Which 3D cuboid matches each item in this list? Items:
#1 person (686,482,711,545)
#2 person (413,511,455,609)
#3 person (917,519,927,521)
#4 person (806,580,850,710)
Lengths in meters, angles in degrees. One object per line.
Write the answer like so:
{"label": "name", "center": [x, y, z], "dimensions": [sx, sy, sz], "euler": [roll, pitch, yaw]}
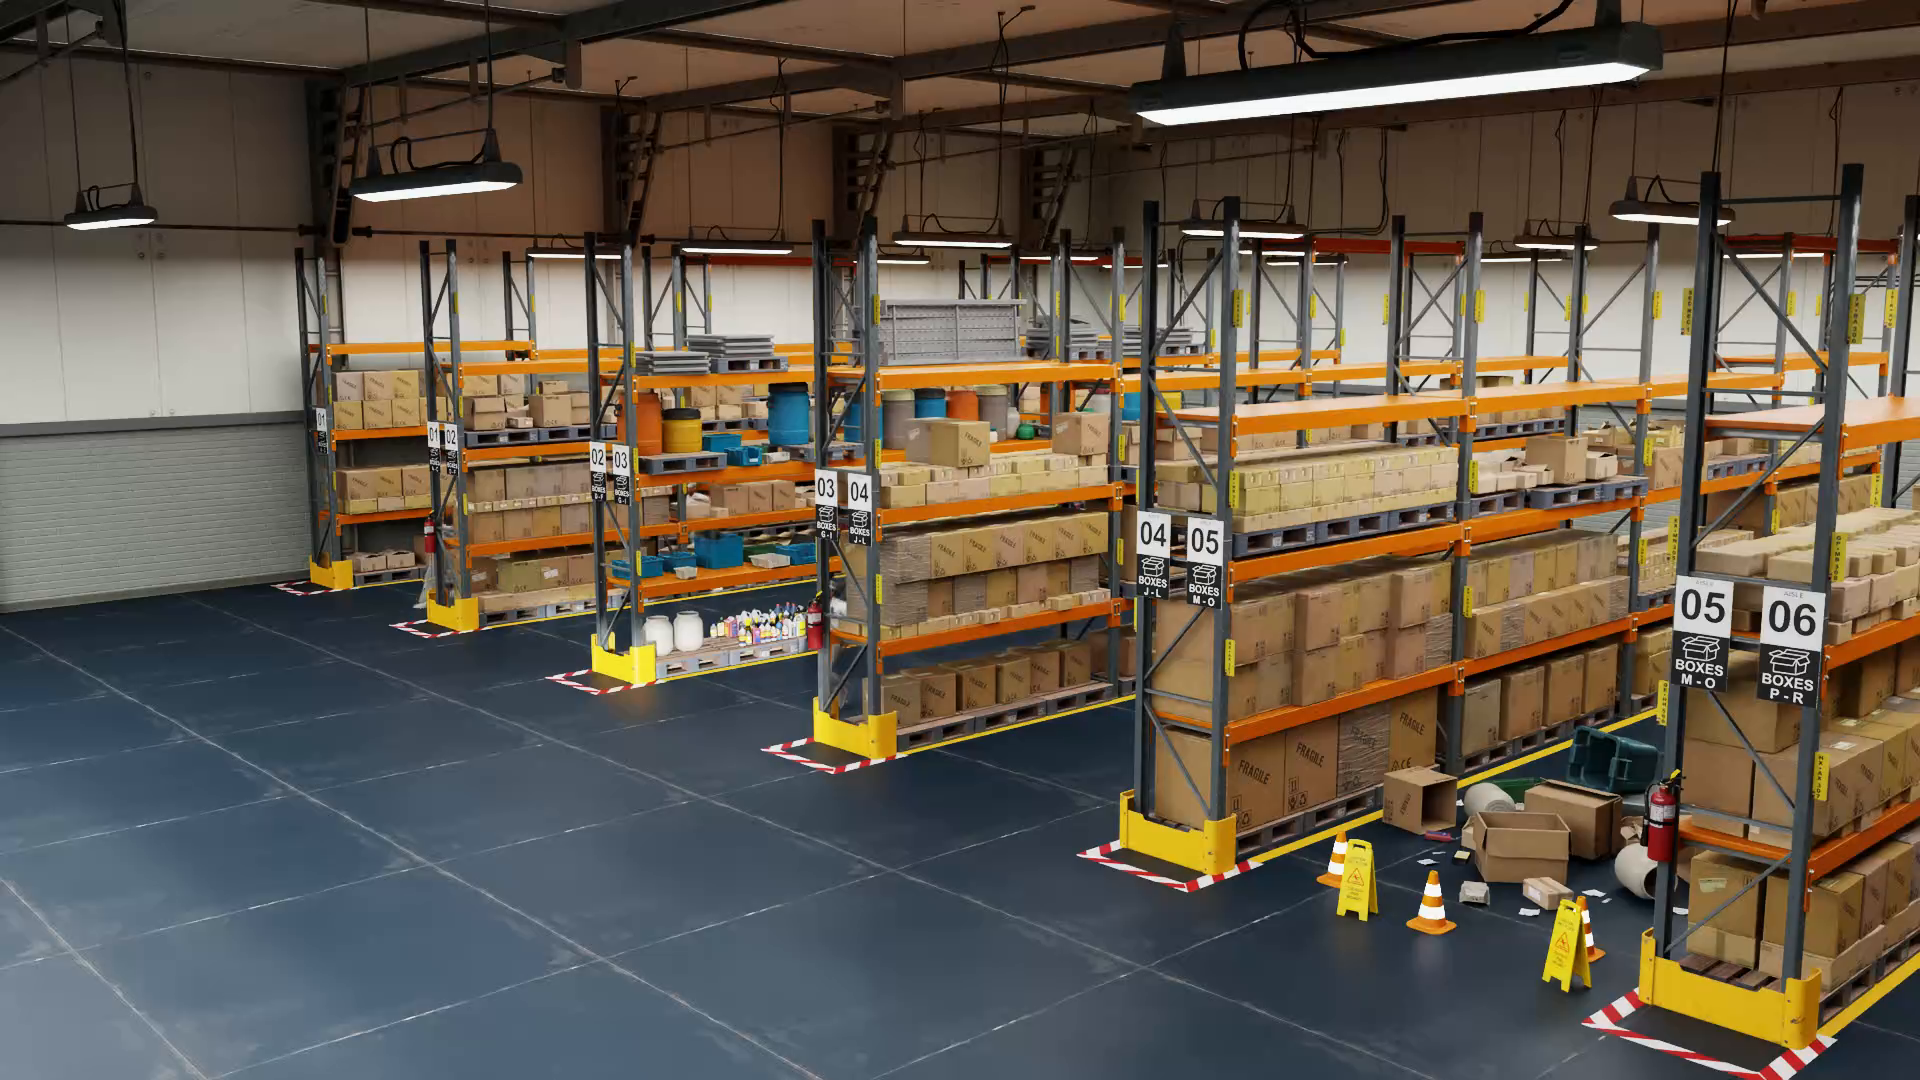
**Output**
{"label": "person", "center": [-5.033, -0.271, 31.550], "dimensions": [0.550, 1.715, 0.821], "euler": [6, 10, 36]}
{"label": "person", "center": [-8.733, 0.306, 27.697], "dimensions": [0.584, 1.611, 0.929], "euler": [8, 11, 42]}
{"label": "person", "center": [-0.630, -0.066, 28.201], "dimensions": [0.537, 1.614, 0.810], "euler": [7, 11, 40]}
{"label": "person", "center": [-1.624, 1.305, 20.773], "dimensions": [0.646, 1.682, 0.595], "euler": [-8, 12, -43]}
